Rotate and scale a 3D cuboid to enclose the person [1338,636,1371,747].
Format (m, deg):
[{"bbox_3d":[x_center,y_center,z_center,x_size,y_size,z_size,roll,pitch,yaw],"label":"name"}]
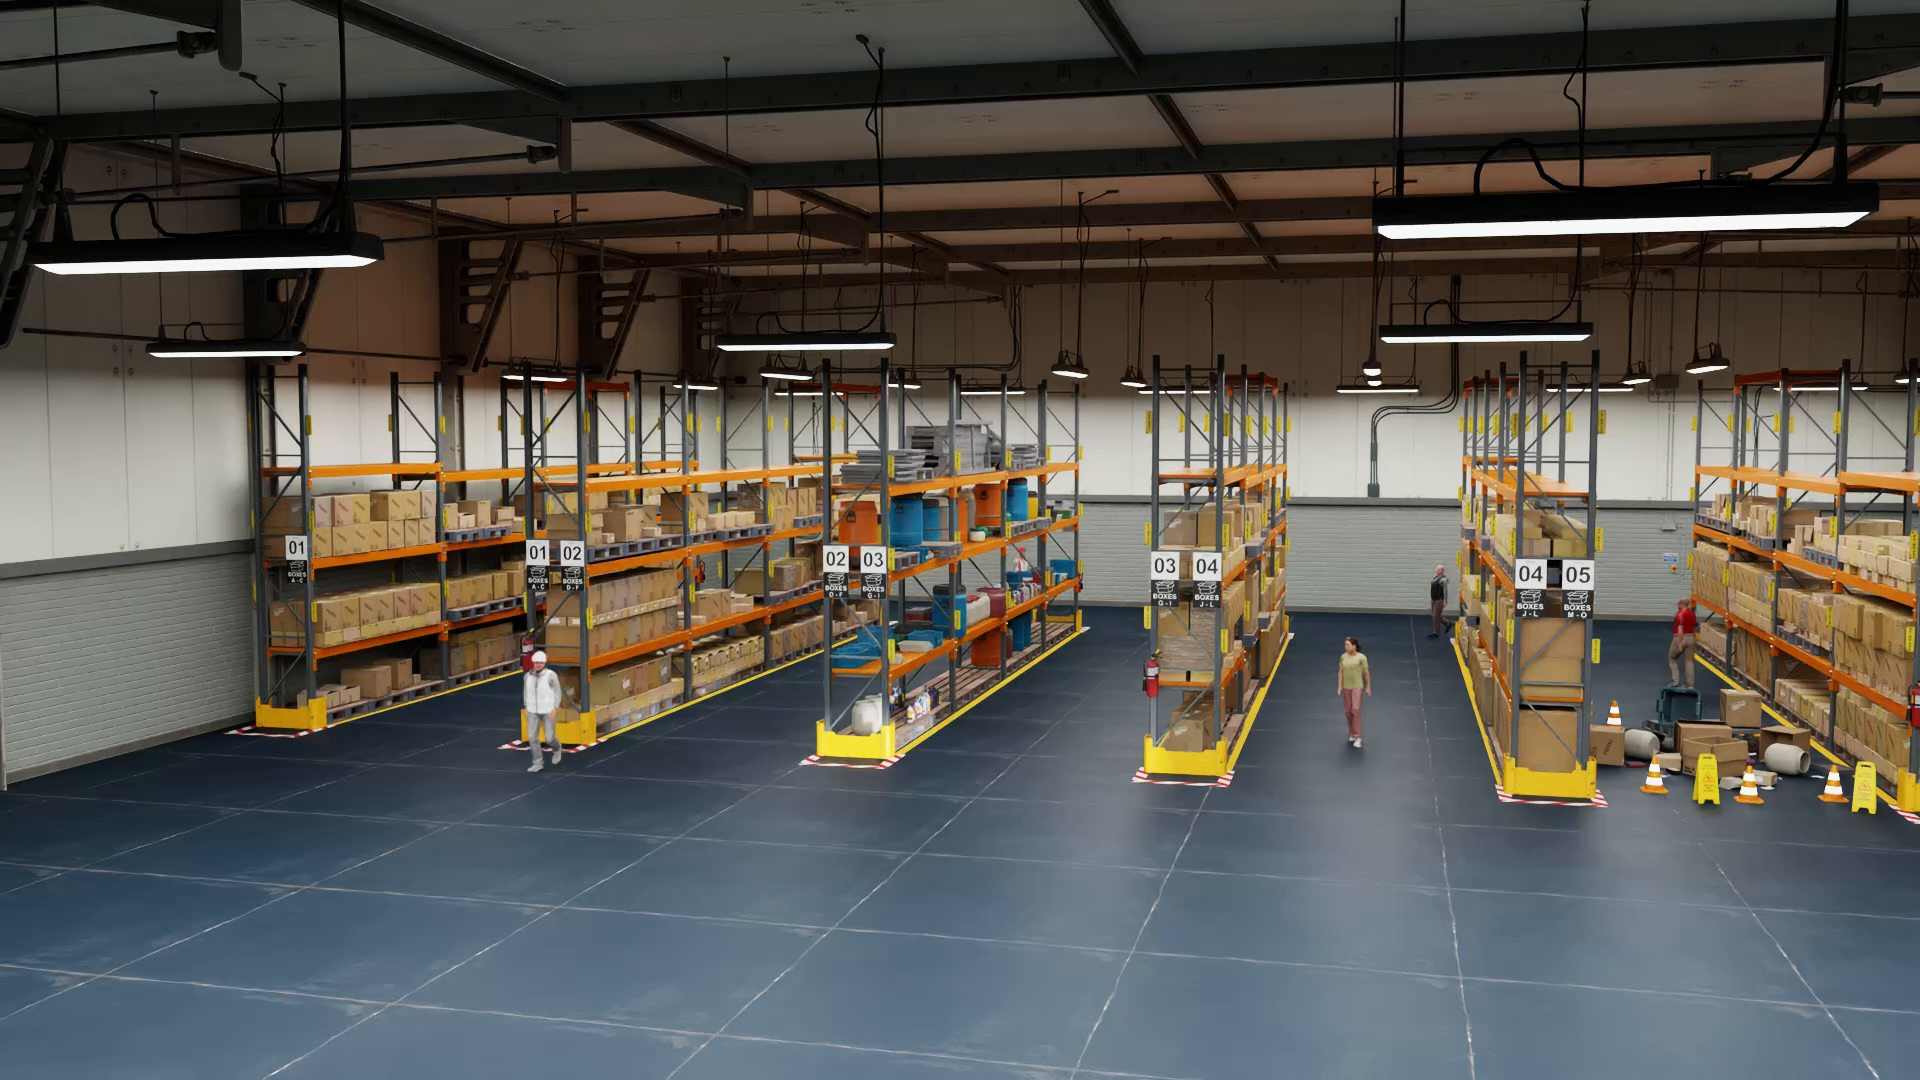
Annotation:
[{"bbox_3d":[6.163,2.363,26.175,0.559,1.673,0.650,3,5,40],"label":"person"}]

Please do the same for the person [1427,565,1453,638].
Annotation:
[{"bbox_3d":[11.324,1.438,39.135,0.712,1.710,0.539,-1,4,-9],"label":"person"}]

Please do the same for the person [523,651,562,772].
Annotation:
[{"bbox_3d":[-6.065,2.467,24.209,0.601,1.757,0.649,0,4,6],"label":"person"}]

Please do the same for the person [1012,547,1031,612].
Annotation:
[{"bbox_3d":[1.578,1.052,44.538,0.933,1.757,0.519,3,5,36],"label":"person"}]

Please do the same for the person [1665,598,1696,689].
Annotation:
[{"bbox_3d":[13.764,1.994,31.539,0.548,1.774,0.548,0,4,-6],"label":"person"}]
